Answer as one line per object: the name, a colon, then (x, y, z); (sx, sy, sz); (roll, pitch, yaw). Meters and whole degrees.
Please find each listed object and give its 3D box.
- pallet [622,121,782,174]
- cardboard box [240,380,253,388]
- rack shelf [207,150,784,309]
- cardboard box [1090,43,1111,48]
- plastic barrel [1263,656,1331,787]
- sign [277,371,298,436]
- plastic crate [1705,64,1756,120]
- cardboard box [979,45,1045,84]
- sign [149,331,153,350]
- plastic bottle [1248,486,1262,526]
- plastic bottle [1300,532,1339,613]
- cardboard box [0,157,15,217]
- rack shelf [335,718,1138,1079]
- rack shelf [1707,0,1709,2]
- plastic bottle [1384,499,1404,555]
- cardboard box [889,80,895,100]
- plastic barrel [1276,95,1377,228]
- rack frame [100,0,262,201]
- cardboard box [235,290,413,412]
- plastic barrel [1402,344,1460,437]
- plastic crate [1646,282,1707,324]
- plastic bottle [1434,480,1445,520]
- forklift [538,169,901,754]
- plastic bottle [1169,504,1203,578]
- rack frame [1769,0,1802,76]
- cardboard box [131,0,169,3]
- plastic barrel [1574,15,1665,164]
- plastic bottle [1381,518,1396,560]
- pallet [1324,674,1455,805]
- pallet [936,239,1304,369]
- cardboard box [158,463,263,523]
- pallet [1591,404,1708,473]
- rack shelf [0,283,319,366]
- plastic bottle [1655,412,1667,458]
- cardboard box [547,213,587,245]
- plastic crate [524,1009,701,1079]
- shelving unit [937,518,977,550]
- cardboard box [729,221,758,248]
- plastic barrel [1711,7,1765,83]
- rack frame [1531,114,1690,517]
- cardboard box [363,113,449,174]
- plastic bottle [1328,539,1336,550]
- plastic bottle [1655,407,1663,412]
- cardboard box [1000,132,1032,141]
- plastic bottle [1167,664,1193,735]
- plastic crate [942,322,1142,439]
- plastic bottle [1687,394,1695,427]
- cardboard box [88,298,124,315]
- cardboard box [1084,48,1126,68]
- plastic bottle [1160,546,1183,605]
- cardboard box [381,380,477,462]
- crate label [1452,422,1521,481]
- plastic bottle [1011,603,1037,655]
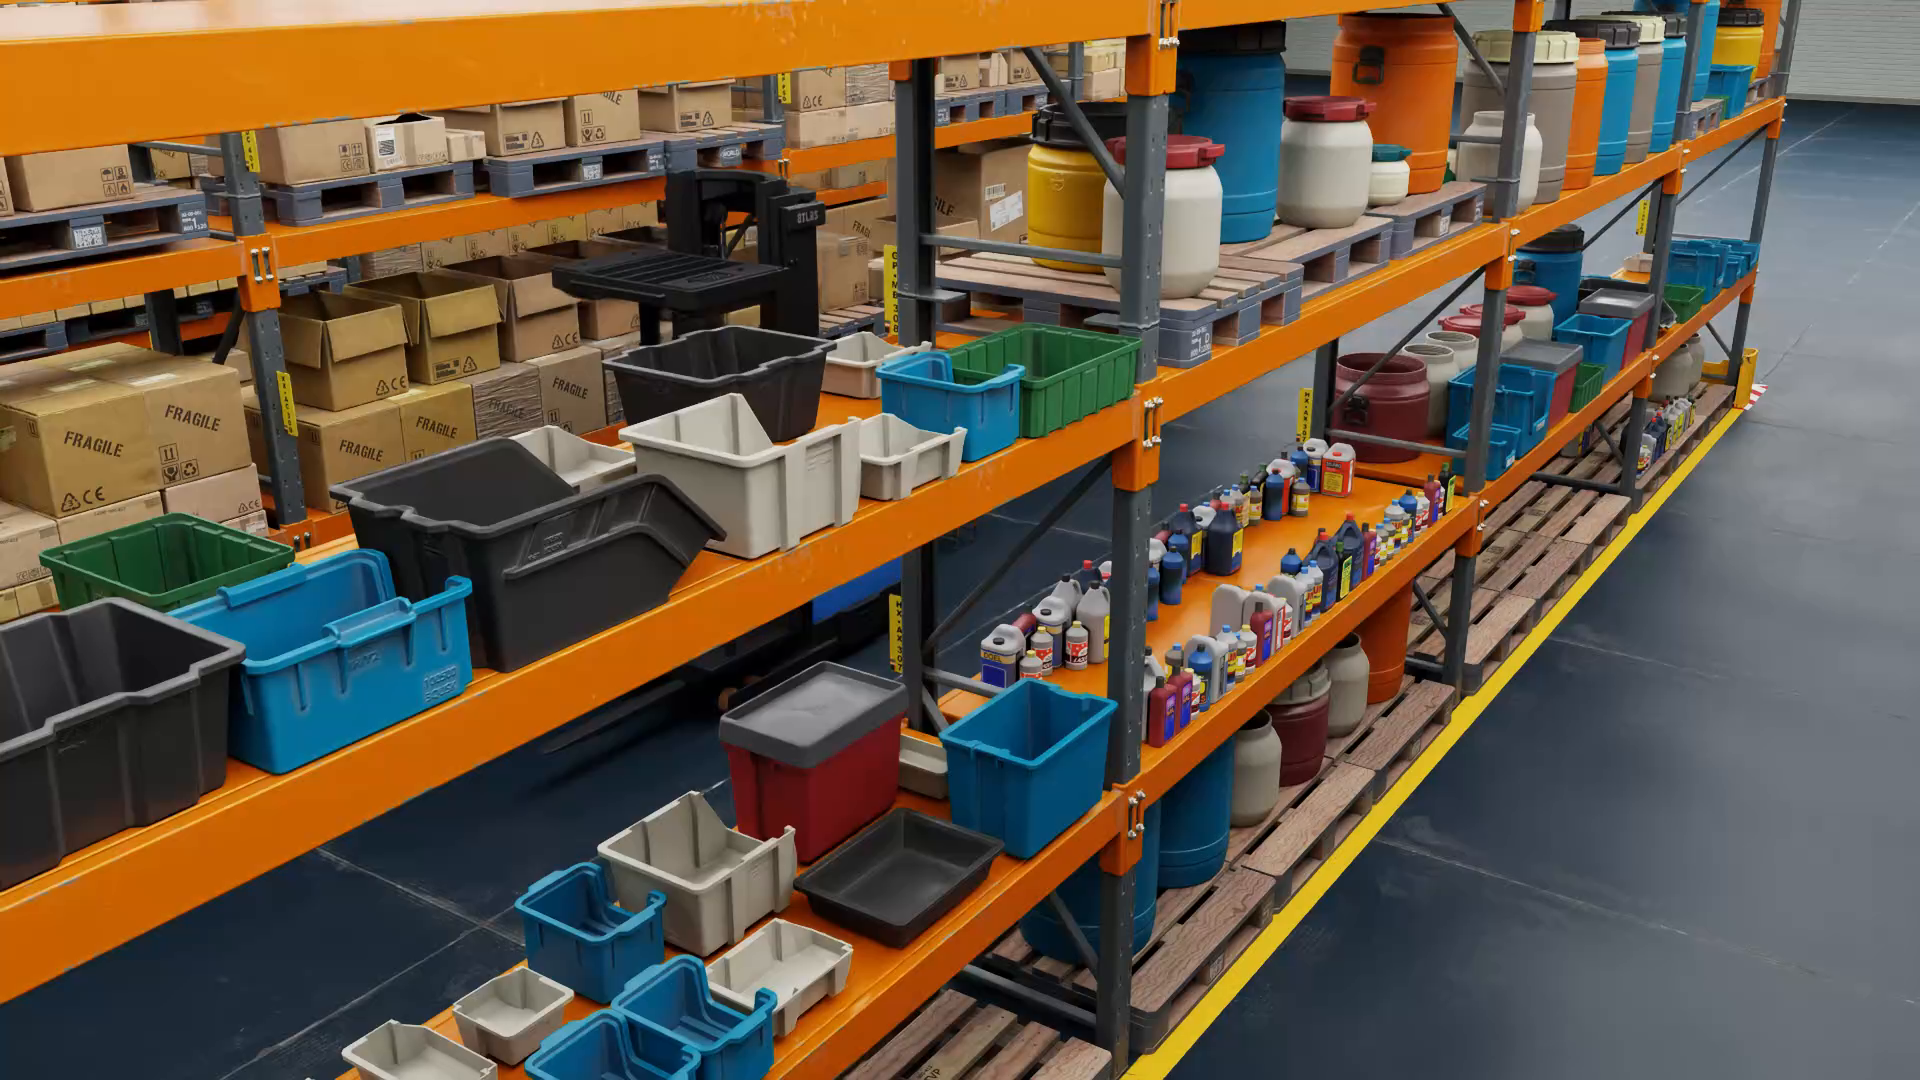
pallet: (-1.946, -2.626, 10.990); (1.213, 0.211, 1.003); (15, 25, 34)
cardboard box: (-6.122, -1.136, 14.010); (0.500, 0.500, 0.500); (14, 25, 34)
rack shelf: (-2.753, -1.999, 10.058); (1.077, 0.370, 4.000); (13, 24, 32)
cardboard box: (1.199, -4.616, 15.737); (0.380, 0.149, 0.250); (14, 25, 34)
plastic barrel: (1.572, 0.864, 8.475); (0.600, 0.588, 0.708); (13, 24, 32)
sign: (-3.417, -0.691, 8.447); (0.100, 0.325, 0.005); (13, 24, 32)
plastic crate: (6.142, -3.626, 13.444); (0.392, 0.384, 0.575); (13, 24, 32)
cardboard box: (0.274, -4.188, 14.184); (0.797, 0.503, 0.637); (12, 23, 29)
sign: (-4.331, -0.964, 8.994); (0.100, 0.325, 0.005); (13, 24, 32)
plastic bottle: (1.534, -0.184, 8.725); (0.097, 0.201, 0.097); (0, 20, 0)
plastic bottle: (1.648, 0.142, 7.629); (0.144, 0.351, 0.185); (13, 24, 32)
cardboard box: (-4.573, -1.663, 7.221); (0.700, 0.500, 0.500); (15, 25, 35)
rack shelf: (-0.905, 1.522, 4.864); (1.077, 0.370, 4.000); (13, 24, 32)
rack shelf: (5.841, -4.547, 13.201); (1.077, 0.370, 4.000); (13, 24, 32)
plastic bottle: (2.165, -0.070, 8.316); (0.097, 0.271, 0.097); (0, 20, 0)
cardboard box: (-0.586, -3.567, 12.395); (0.500, 0.500, 0.500); (12, 24, 30)
plastic barrel: (1.596, -1.667, 7.322); (0.433, 0.535, 0.433); (0, 20, 0)
rack frame: (-3.877, -3.169, 7.862); (1.000, 3.000, 0.127); (13, 24, 32)
cardboard box: (-3.525, -1.058, 9.211); (0.797, 0.503, 0.637); (13, 24, 30)
plastic barrel: (2.870, -0.927, 10.285); (0.421, 0.512, 0.421); (0, 20, 0)
plastic crate: (5.713, -1.920, 13.437); (0.450, 0.188, 0.662); (13, 24, 32)
plastic bottle: (2.513, -0.215, 8.810); (0.097, 0.201, 0.097); (0, 20, 0)
forklift: (-1.556, -0.554, 9.538); (1.130, 2.935, 3.031); (14, 24, 32)
plastic bottle: (1.085, -0.010, 8.040); (0.144, 0.351, 0.185); (13, 24, 32)
rack frame: (6.965, -5.646, 14.558); (1.000, 3.000, 0.127); (13, 24, 32)
cardboard box: (-11.014, -7.351, 22.868); (0.500, 0.311, 0.500); (14, 24, 33)
plastic barrel: (4.242, -2.951, 10.873); (0.600, 0.901, 0.600); (0, 20, 0)
plastic bottle: (2.110, -0.009, 8.253); (0.097, 0.201, 0.097); (0, 20, 0)
pallet: (2.059, 1.005, 9.244); (1.003, 0.211, 1.213); (13, 24, 32)
pallet: (0.579, -0.952, 6.463); (1.213, 0.211, 1.003); (13, 24, 32)
cardboard box: (-3.908, -0.247, 8.396); (0.500, 0.250, 0.500); (13, 24, 31)
pallet: (5.814, -0.913, 14.429); (1.003, 0.211, 1.213); (13, 24, 32)
rack shelf: (-6.798, -1.588, 13.272); (1.077, 0.370, 4.000); (13, 24, 32)
plastic bottle: (5.620, -0.854, 13.433); (0.144, 0.351, 0.185); (12, 24, 30)
cardboard box: (-4.065, -3.202, 16.454); (0.500, 0.500, 0.500); (14, 24, 32)
plastic crate: (-0.878, 1.424, 4.246); (0.416, 0.233, 0.300); (13, 24, 32)
shelving unit: (-0.030, -0.477, 12.041); (0.215, 1.050, 0.252); (13, 24, 32)
cardboard box: (-2.510, -3.274, 19.249); (0.875, 0.875, 0.875); (13, 24, 32)
plastic barrel: (6.429, -4.173, 14.022); (0.600, 0.588, 0.600); (0, 20, 0)
rack frame: (4.716, -1.685, 12.496); (1.000, 3.000, 0.127); (13, 24, 32)
cardboard box: (-3.186, -2.215, 9.128); (0.500, 0.311, 0.500); (12, 24, 30)
plastic bottle: (1.722, 0.124, 7.774); (0.061, 0.283, 0.133); (13, 24, 32)
plastic bottle: (5.939, -1.026, 14.115); (0.097, 0.201, 0.097); (0, 20, 0)
cardboard box: (0.646, -3.489, 15.360); (0.500, 0.500, 0.500); (13, 24, 32)
plastic bottle: (0.853, 0.605, 6.474); (0.061, 0.283, 0.133); (13, 24, 32)
plastic crate: (0.231, -0.517, 5.319); (0.450, 0.188, 0.662); (13, 24, 32)
plastic bottle: (6.245, -1.115, 14.238); (0.061, 0.283, 0.133); (14, 24, 33)
cardboard box: (-6.591, -1.830, 12.645); (0.380, 0.149, 0.250); (13, 24, 31)
cardboard box: (1.322, -4.371, 15.076); (0.380, 0.149, 0.250); (13, 24, 32)
plastic bottle: (0.982, 0.159, 7.697); (0.097, 0.271, 0.097); (0, 20, 0)
cardboard box: (-3.130, -0.630, 9.500); (0.500, 0.500, 0.500); (13, 24, 32)
crate label: (3.015, -0.507, 9.552); (0.303, 0.233, 0.416); (13, 24, 32)
plastic bottle: (0.266, 0.414, 6.991); (0.061, 0.283, 0.133); (13, 24, 32)
